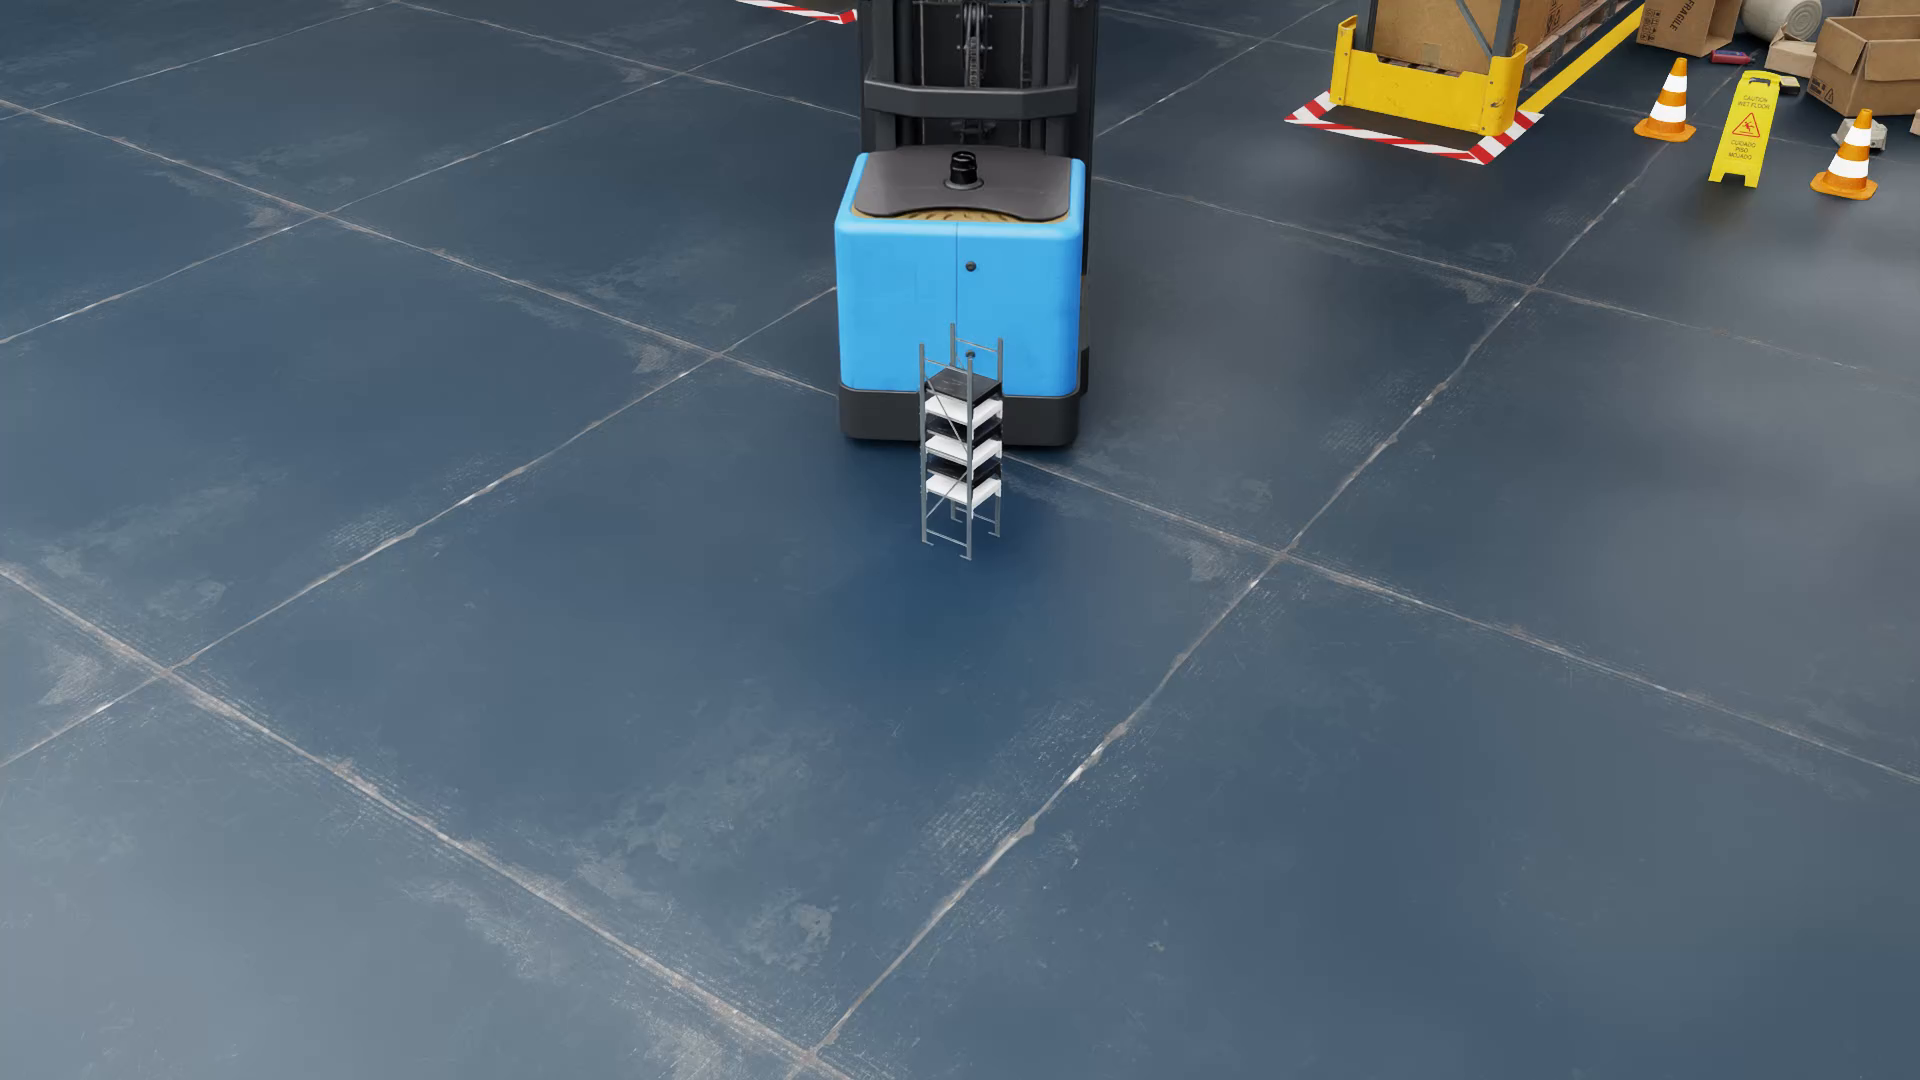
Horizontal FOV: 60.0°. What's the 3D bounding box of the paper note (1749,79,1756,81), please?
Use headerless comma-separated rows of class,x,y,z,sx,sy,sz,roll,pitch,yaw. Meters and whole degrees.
paper note,5.405,-3.151,11.400,0.123,0.001,0.032,-15,37,-21

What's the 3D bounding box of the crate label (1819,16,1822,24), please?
crate label,6.240,-3.895,12.387,0.298,0.136,0.250,-3,34,-4

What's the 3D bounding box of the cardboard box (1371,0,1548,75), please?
cardboard box,3.357,-3.686,11.045,0.875,0.875,0.875,21,40,28

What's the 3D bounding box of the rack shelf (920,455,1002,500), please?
rack shelf,0.005,-0.274,6.573,0.258,0.077,0.200,21,39,28

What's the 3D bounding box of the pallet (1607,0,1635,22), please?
pallet,4.807,-4.420,13.098,1.003,0.211,1.213,21,39,28

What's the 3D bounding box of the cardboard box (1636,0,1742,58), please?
cardboard box,5.263,-3.823,11.955,0.500,0.500,0.500,29,44,36

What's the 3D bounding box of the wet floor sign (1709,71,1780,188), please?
wet floor sign,4.634,-2.438,9.779,0.267,0.644,0.232,14,37,20

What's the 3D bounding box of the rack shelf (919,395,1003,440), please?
rack shelf,0.005,-0.498,6.421,0.258,0.077,0.200,21,39,28

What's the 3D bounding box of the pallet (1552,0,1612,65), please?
pallet,4.112,-3.856,12.264,1.003,0.211,1.213,21,39,28

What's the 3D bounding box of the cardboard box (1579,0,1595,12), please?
cardboard box,4.378,-4.511,12.264,0.875,0.875,0.875,22,40,29

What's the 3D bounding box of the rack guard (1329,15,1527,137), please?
rack guard,3.011,-3.013,10.759,1.175,0.500,0.348,21,39,28

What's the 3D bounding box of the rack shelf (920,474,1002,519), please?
rack shelf,0.005,-0.200,6.623,0.258,0.077,0.200,21,39,28

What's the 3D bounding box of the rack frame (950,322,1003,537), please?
rack frame,0.063,-0.423,6.573,0.240,0.900,0.006,21,39,28

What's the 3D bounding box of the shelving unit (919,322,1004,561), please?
shelving unit,0.005,-0.376,6.503,0.258,0.900,0.210,21,39,28

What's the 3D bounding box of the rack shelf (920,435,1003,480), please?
rack shelf,0.005,-0.349,6.522,0.258,0.077,0.200,21,39,28

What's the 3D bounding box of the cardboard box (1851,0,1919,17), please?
cardboard box,6.596,-3.597,11.498,0.797,0.637,0.503,21,39,28

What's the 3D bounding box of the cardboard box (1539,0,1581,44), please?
cardboard box,3.857,-4.092,11.645,0.875,0.875,0.875,21,39,27

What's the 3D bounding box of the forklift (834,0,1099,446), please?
forklift,0.099,-2.425,7.720,1.130,2.935,3.031,2,34,4

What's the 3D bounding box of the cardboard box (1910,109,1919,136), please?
cardboard box,6.236,-2.592,10.450,0.250,0.149,0.380,-15,37,-21

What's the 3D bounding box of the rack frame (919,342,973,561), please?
rack frame,-0.053,-0.330,6.434,0.240,0.900,0.006,21,39,28

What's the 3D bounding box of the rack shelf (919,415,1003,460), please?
rack shelf,0.005,-0.423,6.472,0.258,0.077,0.200,21,39,28

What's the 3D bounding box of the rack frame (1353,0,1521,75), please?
rack frame,3.024,-4.059,10.075,1.000,3.000,0.127,21,39,28

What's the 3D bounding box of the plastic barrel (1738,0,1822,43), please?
plastic barrel,5.918,-3.821,12.022,0.421,0.421,0.512,-9,35,-13

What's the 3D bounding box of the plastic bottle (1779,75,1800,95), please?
plastic bottle,5.599,-3.091,11.267,0.133,0.061,0.283,8,35,12

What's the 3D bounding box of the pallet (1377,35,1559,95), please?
pallet,3.416,-3.297,11.437,1.003,0.211,1.213,21,39,28

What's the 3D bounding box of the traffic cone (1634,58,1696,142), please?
traffic cone,4.494,-2.799,10.476,0.336,0.463,0.334,21,39,28

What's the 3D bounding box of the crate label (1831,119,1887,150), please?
crate label,5.625,-2.528,10.367,0.250,0.136,0.298,3,34,4

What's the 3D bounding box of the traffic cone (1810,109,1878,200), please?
traffic cone,5.228,-2.282,9.711,0.336,0.463,0.334,21,39,28

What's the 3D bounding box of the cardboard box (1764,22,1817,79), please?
cardboard box,5.838,-3.388,11.523,0.396,0.266,0.258,29,44,36

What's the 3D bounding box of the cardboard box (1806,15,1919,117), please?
cardboard box,6.070,-3.108,10.896,0.797,0.503,0.637,-3,34,-4

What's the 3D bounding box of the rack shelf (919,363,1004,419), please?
rack shelf,0.005,-0.573,6.371,0.258,0.077,0.200,21,39,28

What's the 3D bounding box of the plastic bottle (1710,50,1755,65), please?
plastic bottle,5.447,-3.400,11.723,0.283,0.061,0.133,8,35,12
